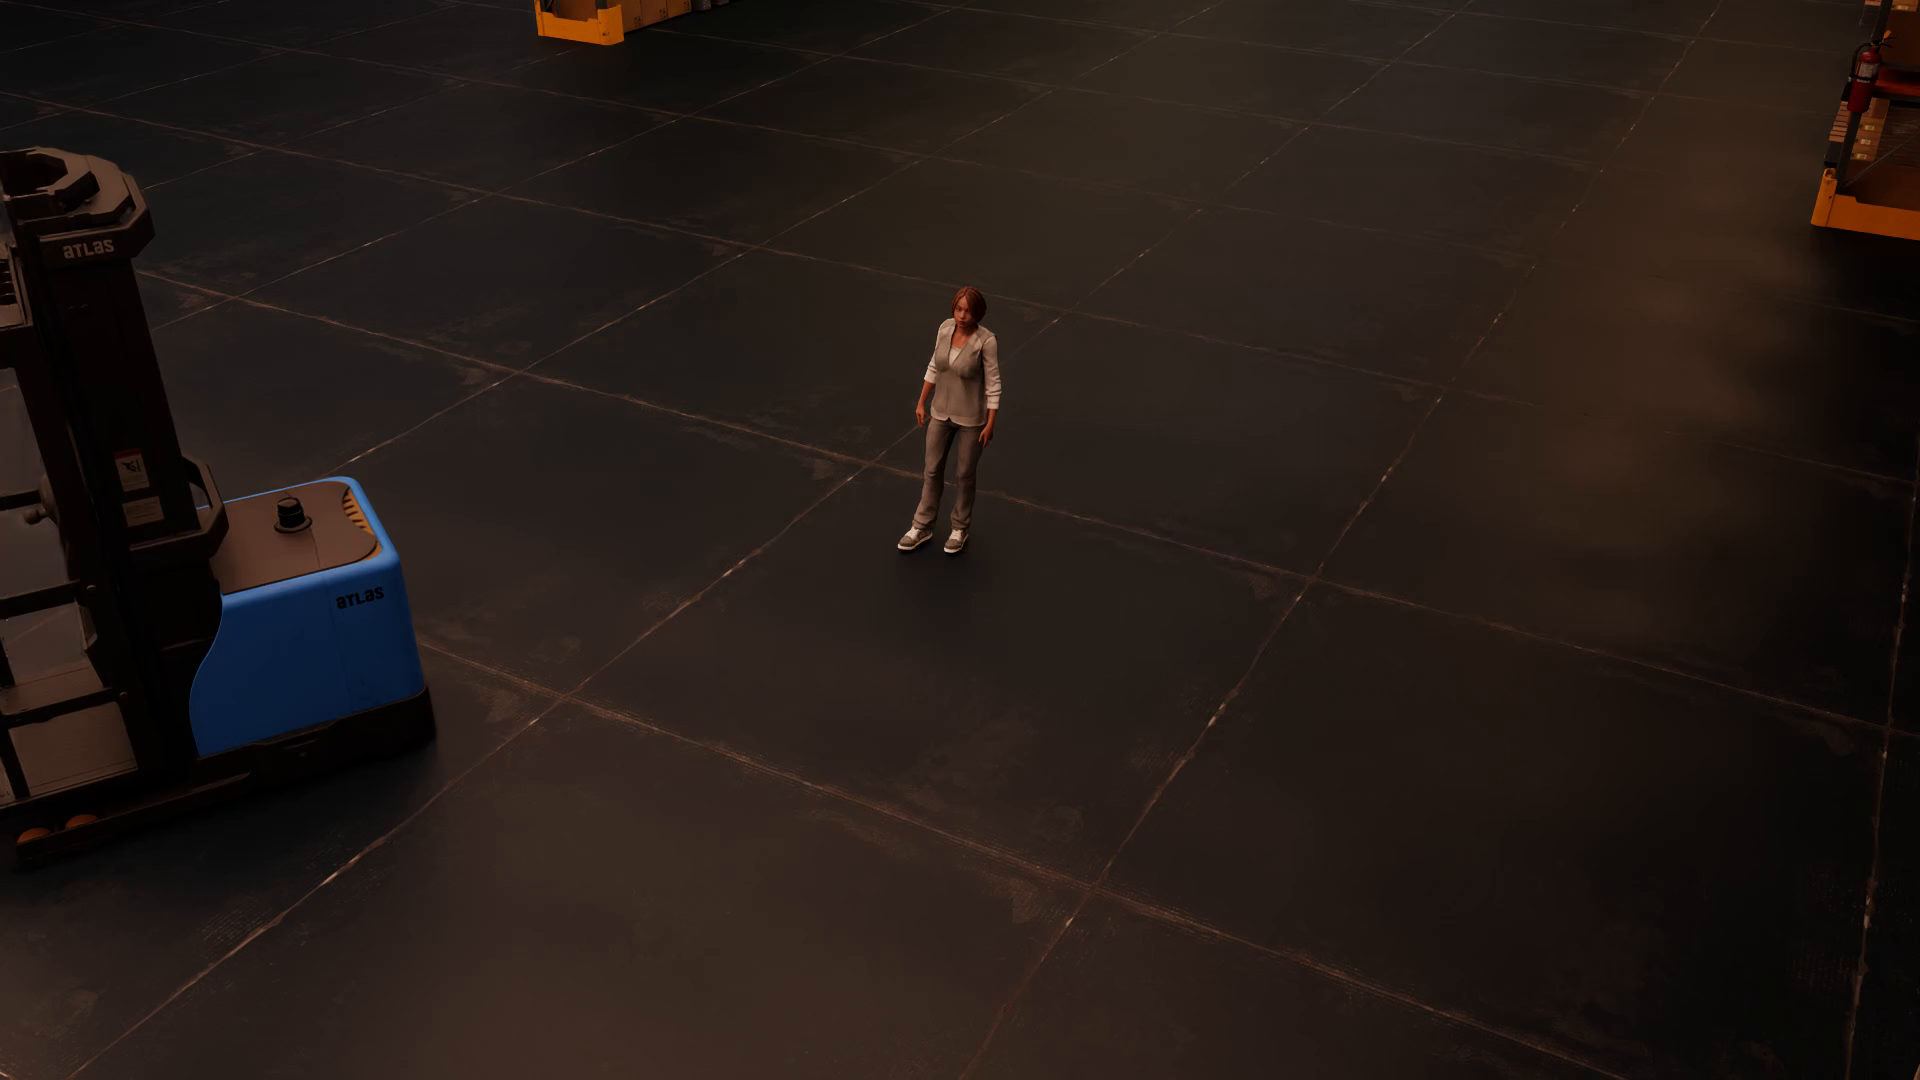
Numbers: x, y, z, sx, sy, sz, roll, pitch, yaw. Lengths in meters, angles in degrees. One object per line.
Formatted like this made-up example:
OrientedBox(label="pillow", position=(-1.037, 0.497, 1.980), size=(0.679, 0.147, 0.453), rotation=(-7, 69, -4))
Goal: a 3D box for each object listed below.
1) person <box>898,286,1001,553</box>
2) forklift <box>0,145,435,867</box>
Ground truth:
OrientedBox(label="person", position=(-0.049, -0.666, 9.551), size=(0.520, 1.592, 0.473), rotation=(15, 33, 25))
OrientedBox(label="forklift", position=(-4.144, -0.110, 7.261), size=(3.031, 2.935, 1.130), rotation=(-16, 34, -25))
